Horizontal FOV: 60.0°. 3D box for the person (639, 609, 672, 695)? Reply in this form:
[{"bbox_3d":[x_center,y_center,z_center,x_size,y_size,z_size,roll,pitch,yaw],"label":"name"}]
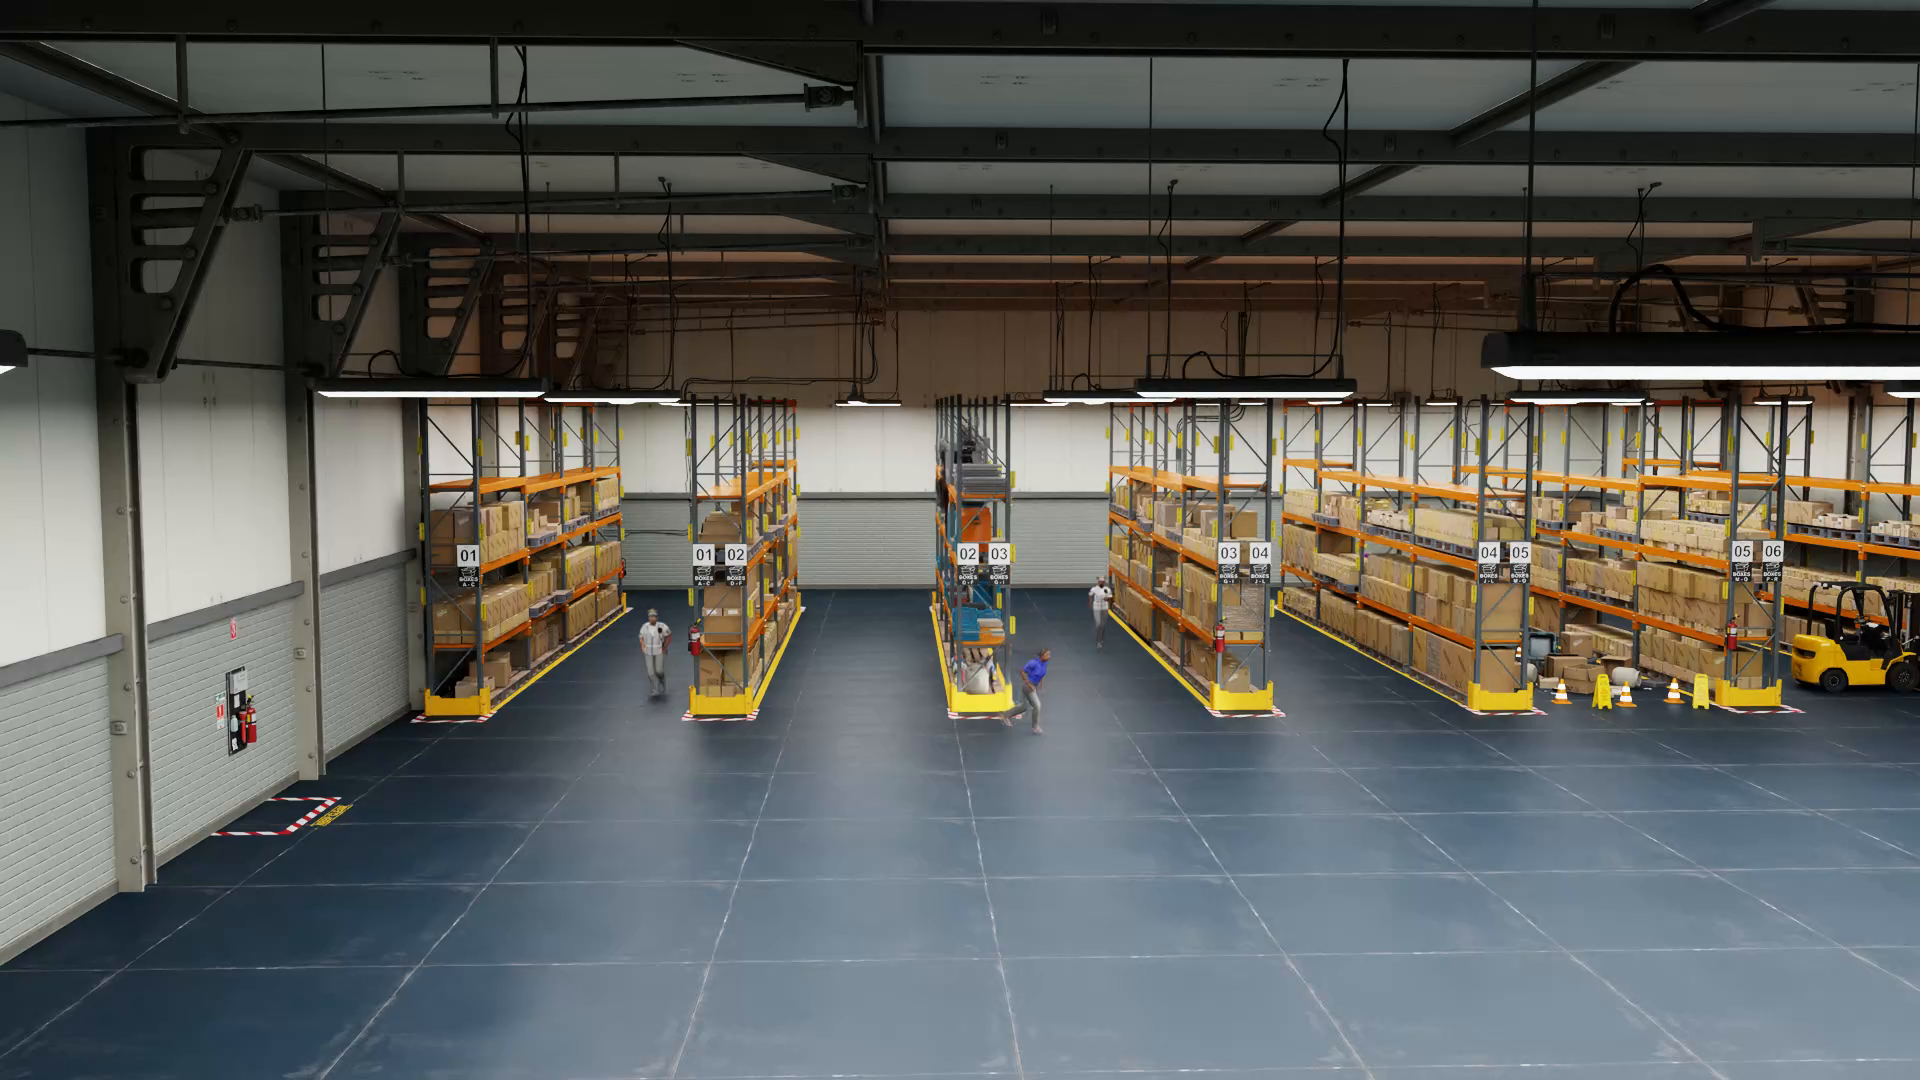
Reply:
[{"bbox_3d":[-6.095,2.240,33.134,0.638,1.737,0.586,0,4,1],"label":"person"}]

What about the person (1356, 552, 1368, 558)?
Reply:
[{"bbox_3d":[11.771,0.994,48.877,0.830,1.824,0.681,0,5,-5],"label":"person"}]

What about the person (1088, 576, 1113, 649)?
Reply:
[{"bbox_3d":[3.395,1.714,40.109,0.557,1.733,0.835,0,5,-6],"label":"person"}]

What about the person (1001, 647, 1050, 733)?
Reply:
[{"bbox_3d":[1.183,2.660,29.599,0.968,1.571,0.582,3,6,37],"label":"person"}]
